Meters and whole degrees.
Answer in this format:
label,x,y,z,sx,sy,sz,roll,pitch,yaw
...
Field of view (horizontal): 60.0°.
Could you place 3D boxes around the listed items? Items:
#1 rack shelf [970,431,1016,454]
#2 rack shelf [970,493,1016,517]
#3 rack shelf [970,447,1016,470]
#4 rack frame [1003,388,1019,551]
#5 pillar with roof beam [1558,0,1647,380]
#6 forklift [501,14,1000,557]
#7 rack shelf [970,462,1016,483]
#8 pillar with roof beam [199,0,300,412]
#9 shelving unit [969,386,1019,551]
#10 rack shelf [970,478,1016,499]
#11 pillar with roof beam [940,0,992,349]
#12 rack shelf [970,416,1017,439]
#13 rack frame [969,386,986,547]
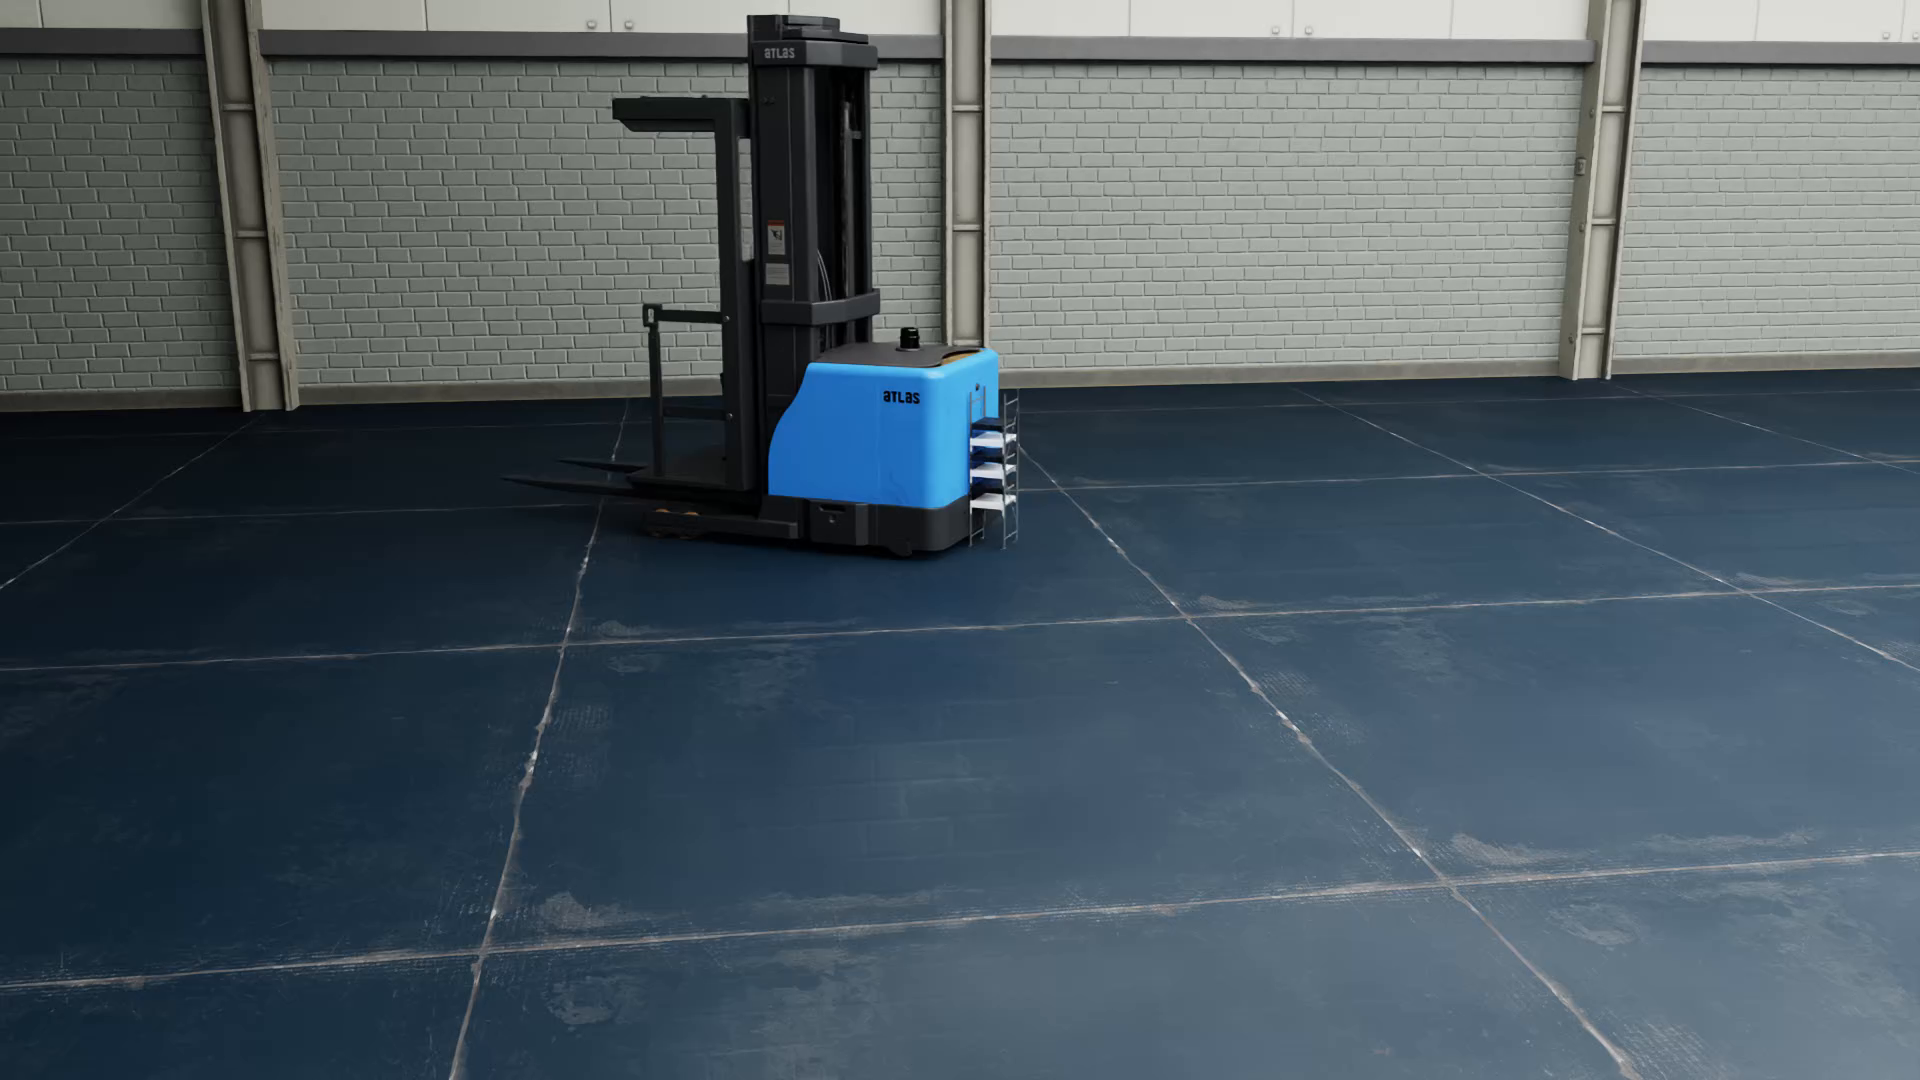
label,x,y,z,sx,sy,sz,roll,pitch,yaw
rack shelf,0.196,-0.555,9.481,0.200,0.077,0.258,5,15,21
rack shelf,0.196,-0.206,9.569,0.200,0.077,0.258,5,15,21
rack shelf,0.196,-0.467,9.503,0.200,0.077,0.258,5,15,21
rack frame,0.290,-0.404,9.481,0.006,0.900,0.240,5,15,21
pillar with roof beam,6.623,-4.892,10.731,0.400,9.000,9.100,-2,14,-8
forklift,-1.328,-1.534,9.814,3.031,2.935,1.130,5,15,21
rack shelf,0.196,-0.380,9.525,0.200,0.077,0.258,5,15,21
pillar with roof beam,-5.243,-4.458,8.997,0.400,9.000,9.100,-2,14,-8
shelving unit,0.196,-0.412,9.517,0.210,0.900,0.258,5,15,21
rack shelf,0.196,-0.293,9.547,0.200,0.077,0.258,5,15,21
pillar with roof beam,0.690,-4.675,9.864,0.400,9.000,9.100,-2,14,-8
rack shelf,0.196,-0.642,9.459,0.200,0.077,0.258,5,15,21
rack frame,0.101,-0.421,9.552,0.006,0.900,0.240,5,15,21
